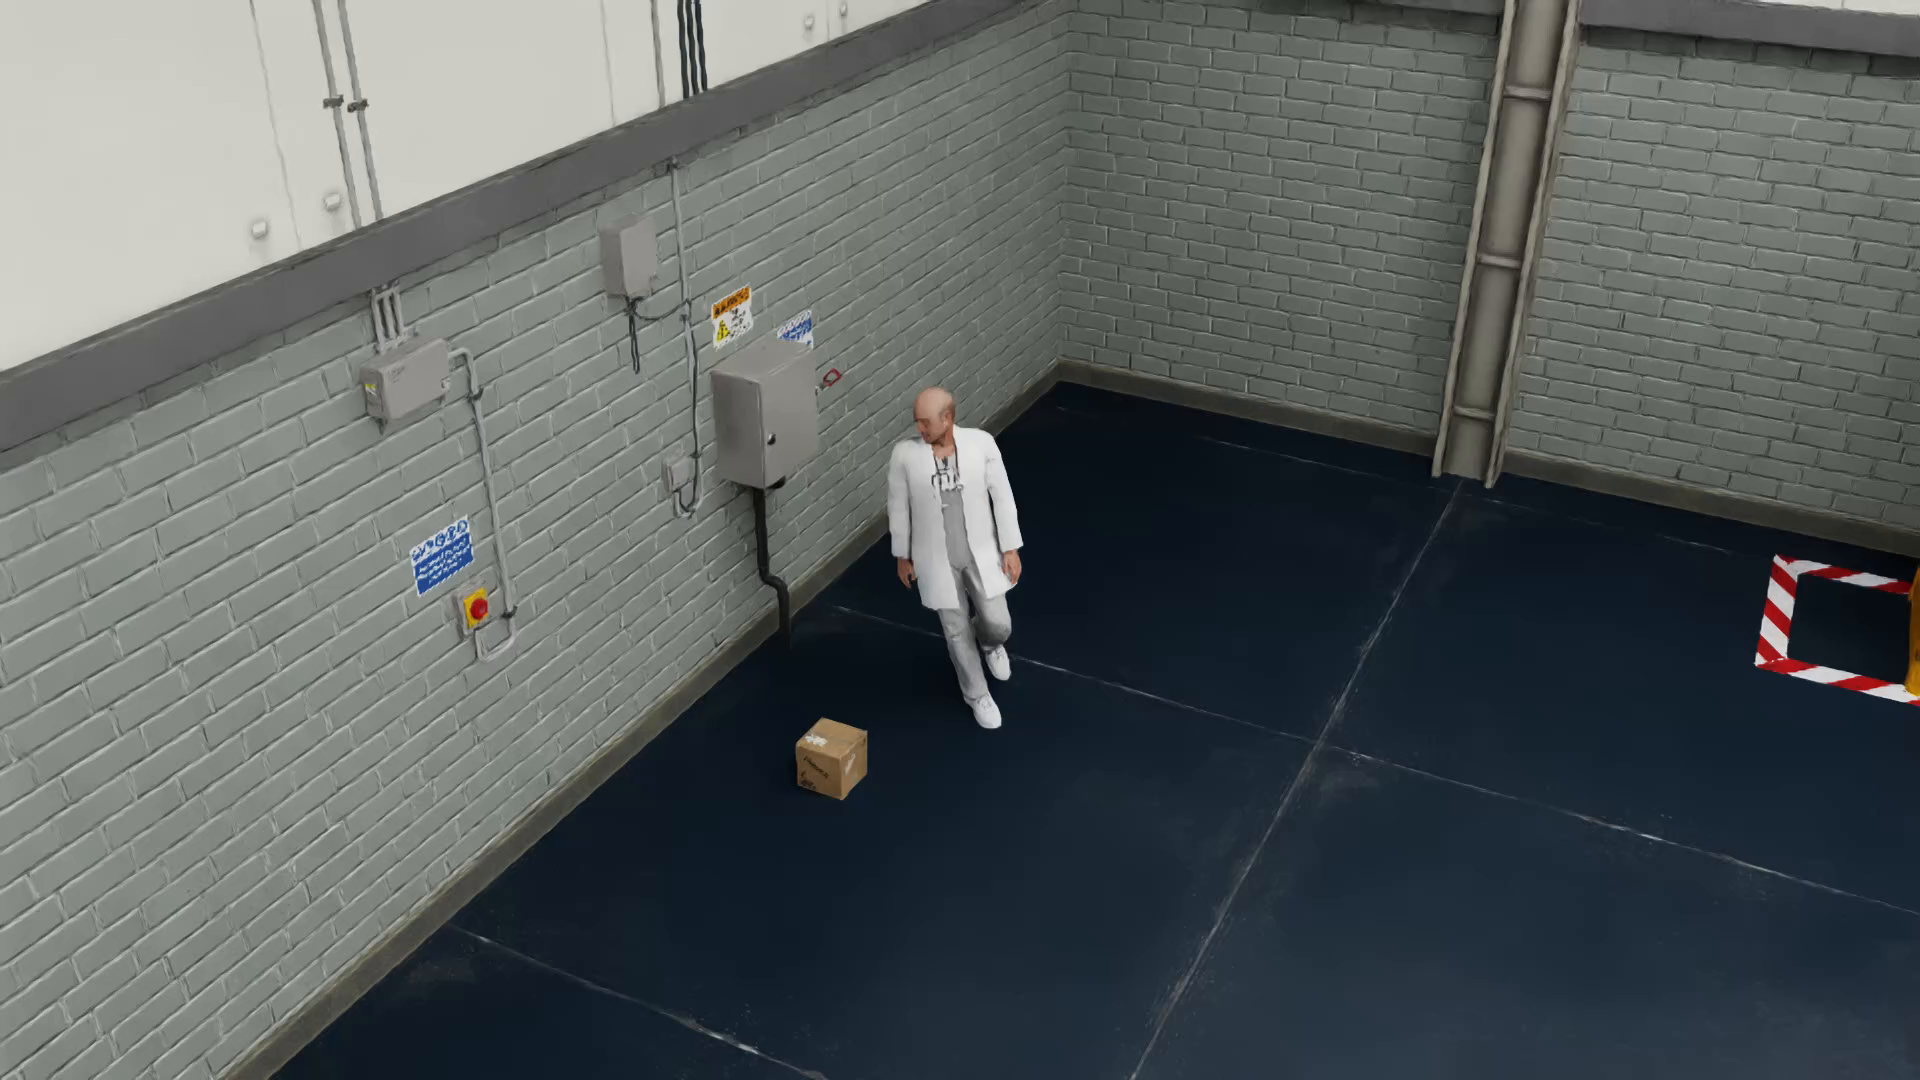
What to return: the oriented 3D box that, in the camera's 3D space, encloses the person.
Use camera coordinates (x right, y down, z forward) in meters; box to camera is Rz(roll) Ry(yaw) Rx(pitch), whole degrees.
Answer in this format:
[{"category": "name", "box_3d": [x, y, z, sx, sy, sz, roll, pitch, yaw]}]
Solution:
[{"category": "person", "box_3d": [-0.021, 0.073, 8.201, 0.652, 1.764, 0.595, -4, 30, -7]}]
